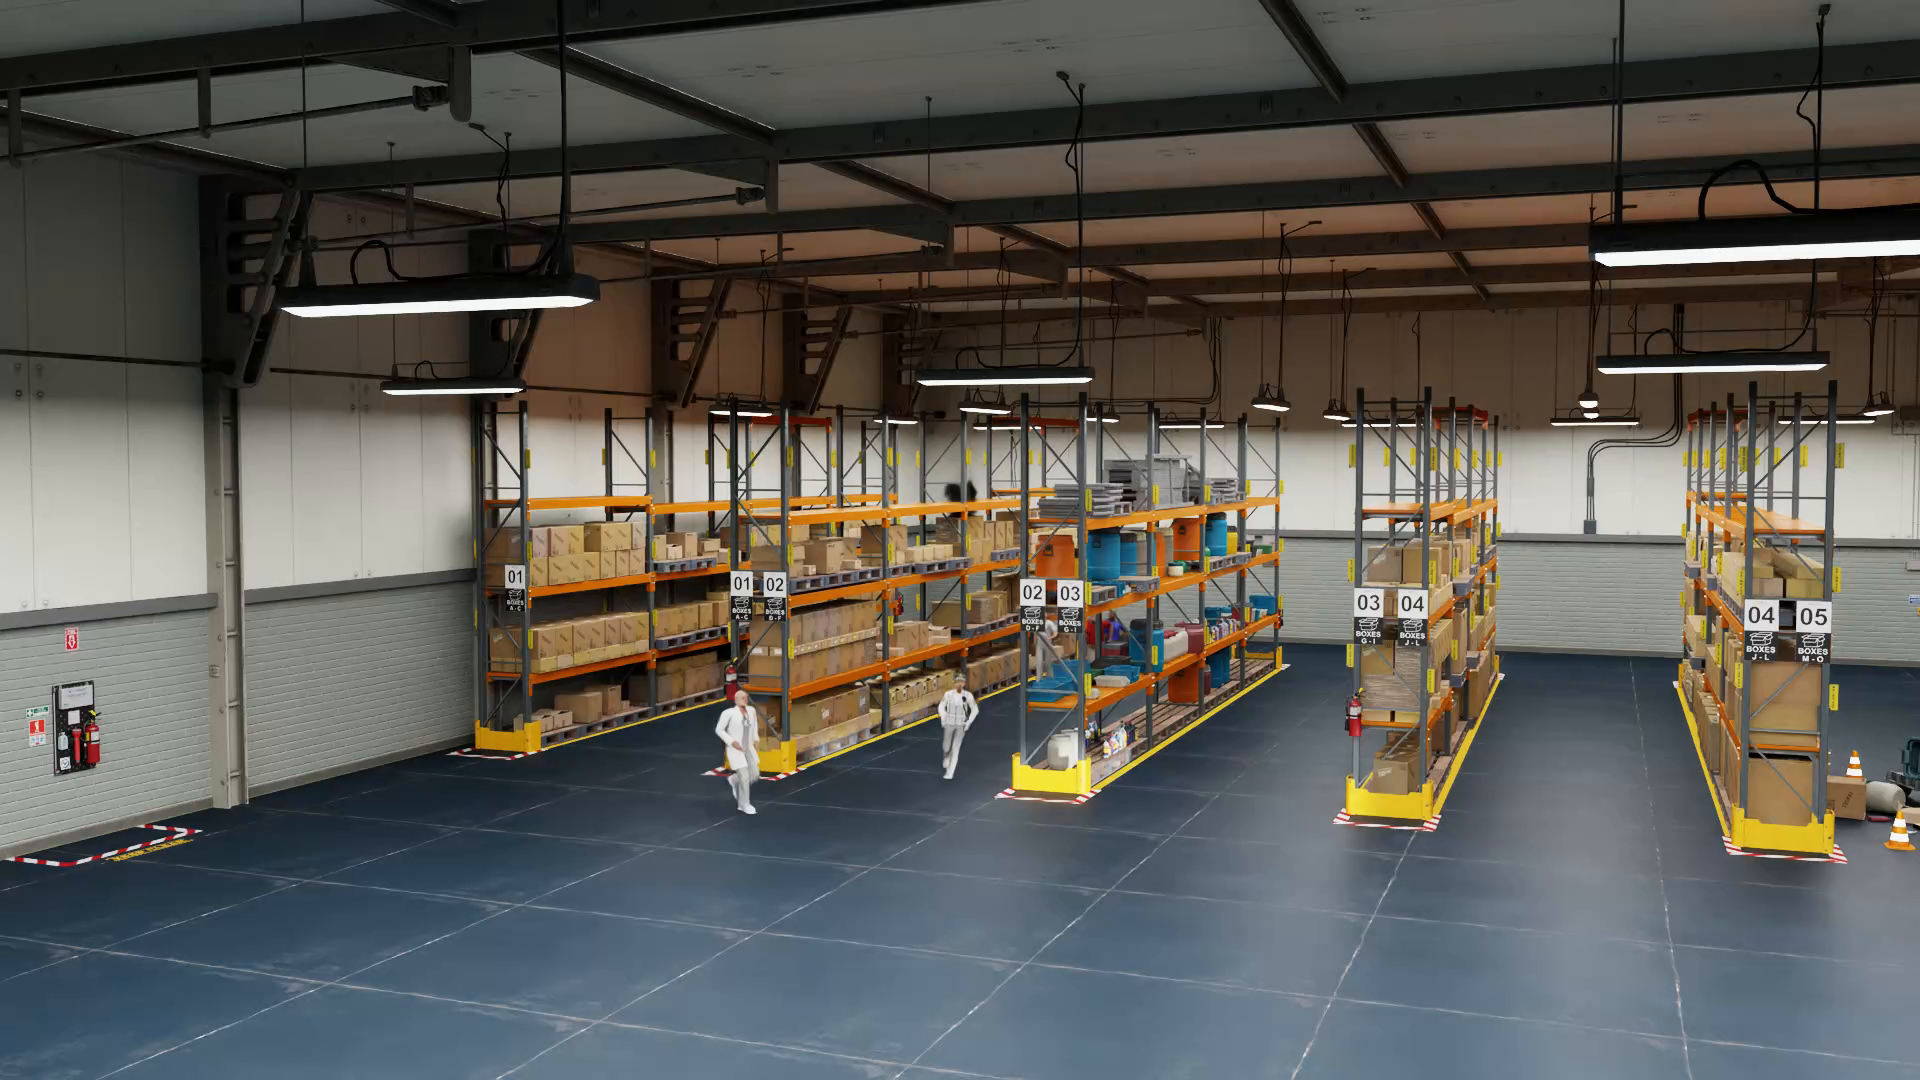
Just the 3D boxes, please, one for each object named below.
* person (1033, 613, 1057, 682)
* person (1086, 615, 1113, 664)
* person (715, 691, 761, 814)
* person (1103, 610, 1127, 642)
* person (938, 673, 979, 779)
[{"bbox_3d":[1.739,2.236,34.227,0.562,1.692,0.845,1,3,23],"label":"person"},{"bbox_3d":[2.783,2.244,34.341,0.652,1.627,0.759,1,3,22],"label":"person"},{"bbox_3d":[-3.147,2.992,23.609,0.729,1.737,0.627,-2,4,-41],"label":"person"},{"bbox_3d":[3.425,2.376,37.141,0.569,1.616,0.655,1,3,12],"label":"person"},{"bbox_3d":[-0.026,2.906,26.187,0.648,1.648,0.547,0,3,5],"label":"person"}]
